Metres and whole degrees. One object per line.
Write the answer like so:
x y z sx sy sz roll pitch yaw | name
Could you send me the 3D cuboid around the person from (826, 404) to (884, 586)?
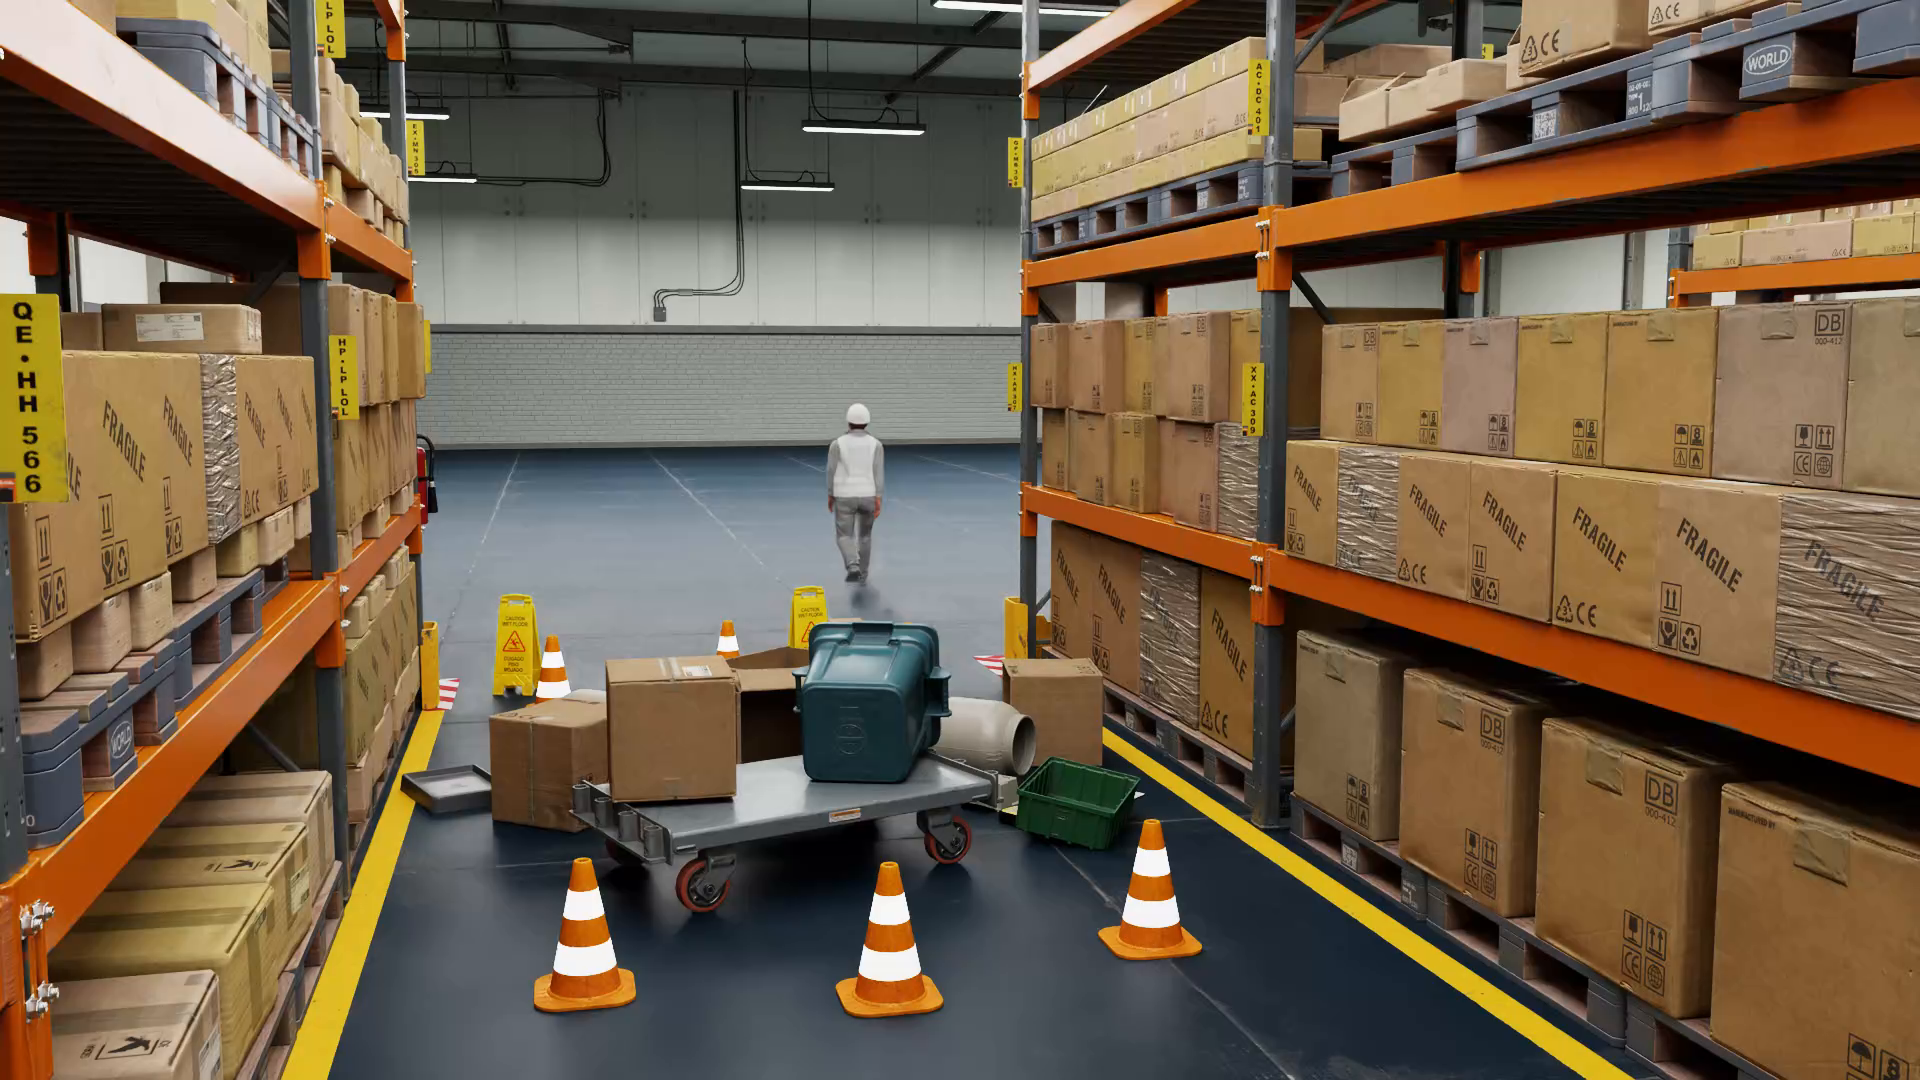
-0.989 -0.409 15.650 0.538 1.743 0.891 -1 6 -13 | person
